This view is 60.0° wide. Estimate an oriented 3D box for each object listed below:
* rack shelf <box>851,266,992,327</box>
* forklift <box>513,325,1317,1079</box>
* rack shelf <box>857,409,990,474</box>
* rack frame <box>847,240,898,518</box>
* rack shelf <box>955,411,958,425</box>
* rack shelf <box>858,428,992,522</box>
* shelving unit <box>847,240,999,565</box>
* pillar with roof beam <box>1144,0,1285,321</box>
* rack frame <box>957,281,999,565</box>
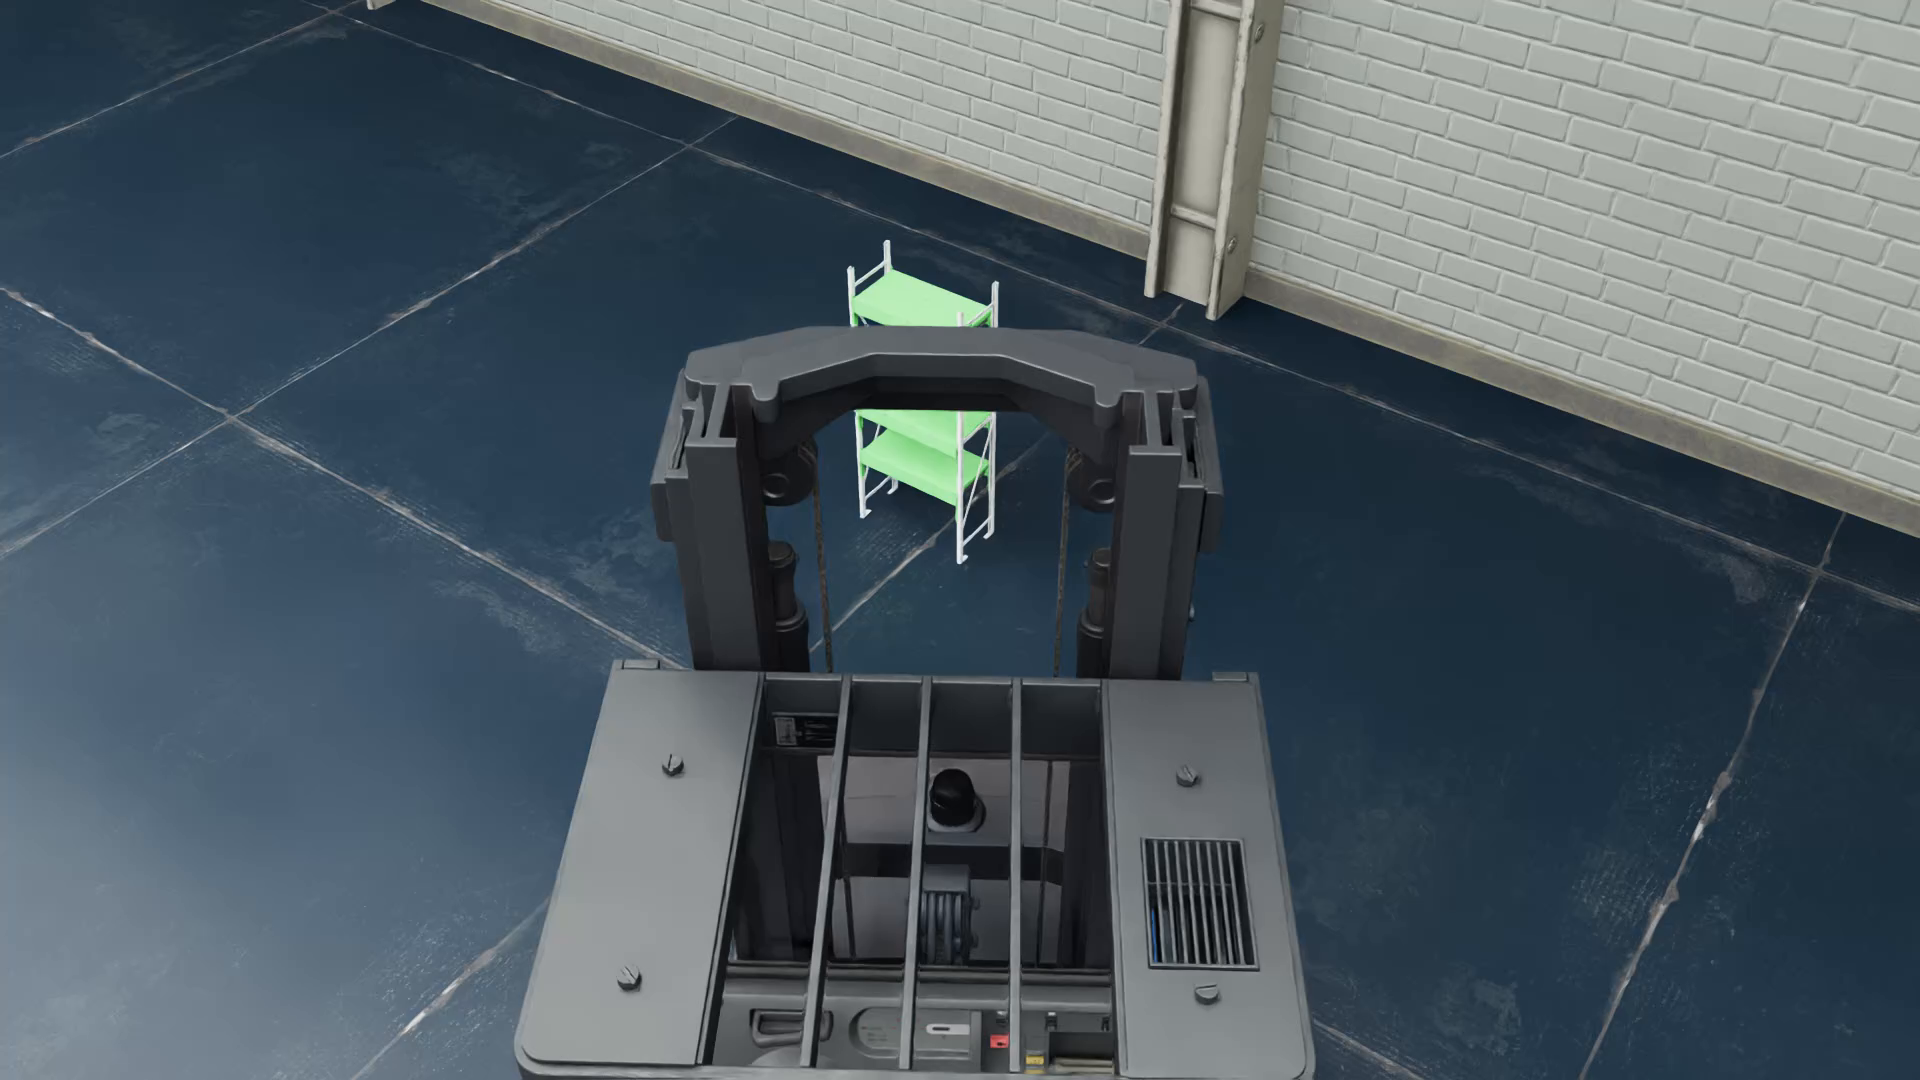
[{"bbox_3d":[-0.136,-0.821,6.143,0.480,0.148,0.258,25,48,25],"label":"rack shelf"},{"bbox_3d":[-0.051,1.178,3.235,1.130,2.935,3.031,1,42,1],"label":"forklift"},{"bbox_3d":[-0.136,-0.463,6.463,0.480,0.148,0.258,25,48,25],"label":"rack shelf"},{"bbox_3d":[-0.335,-0.604,6.525,0.015,1.200,0.240,25,48,25],"label":"rack frame"},{"bbox_3d":[-0.136,-0.642,6.303,0.480,0.148,0.258,25,48,25],"label":"rack shelf"},{"bbox_3d":[-0.136,-0.284,6.623,0.480,0.148,0.258,25,48,25],"label":"rack shelf"},{"bbox_3d":[-0.136,-0.511,6.421,0.503,1.200,0.258,25,48,25],"label":"shelving unit"},{"bbox_3d":[-1.331,-2.204,2.464,0.400,9.000,9.100,25,48,25],"label":"pillar with roof beam"},{"bbox_3d":[0.064,-0.417,6.316,0.015,1.200,0.240,25,48,25],"label":"rack frame"}]
